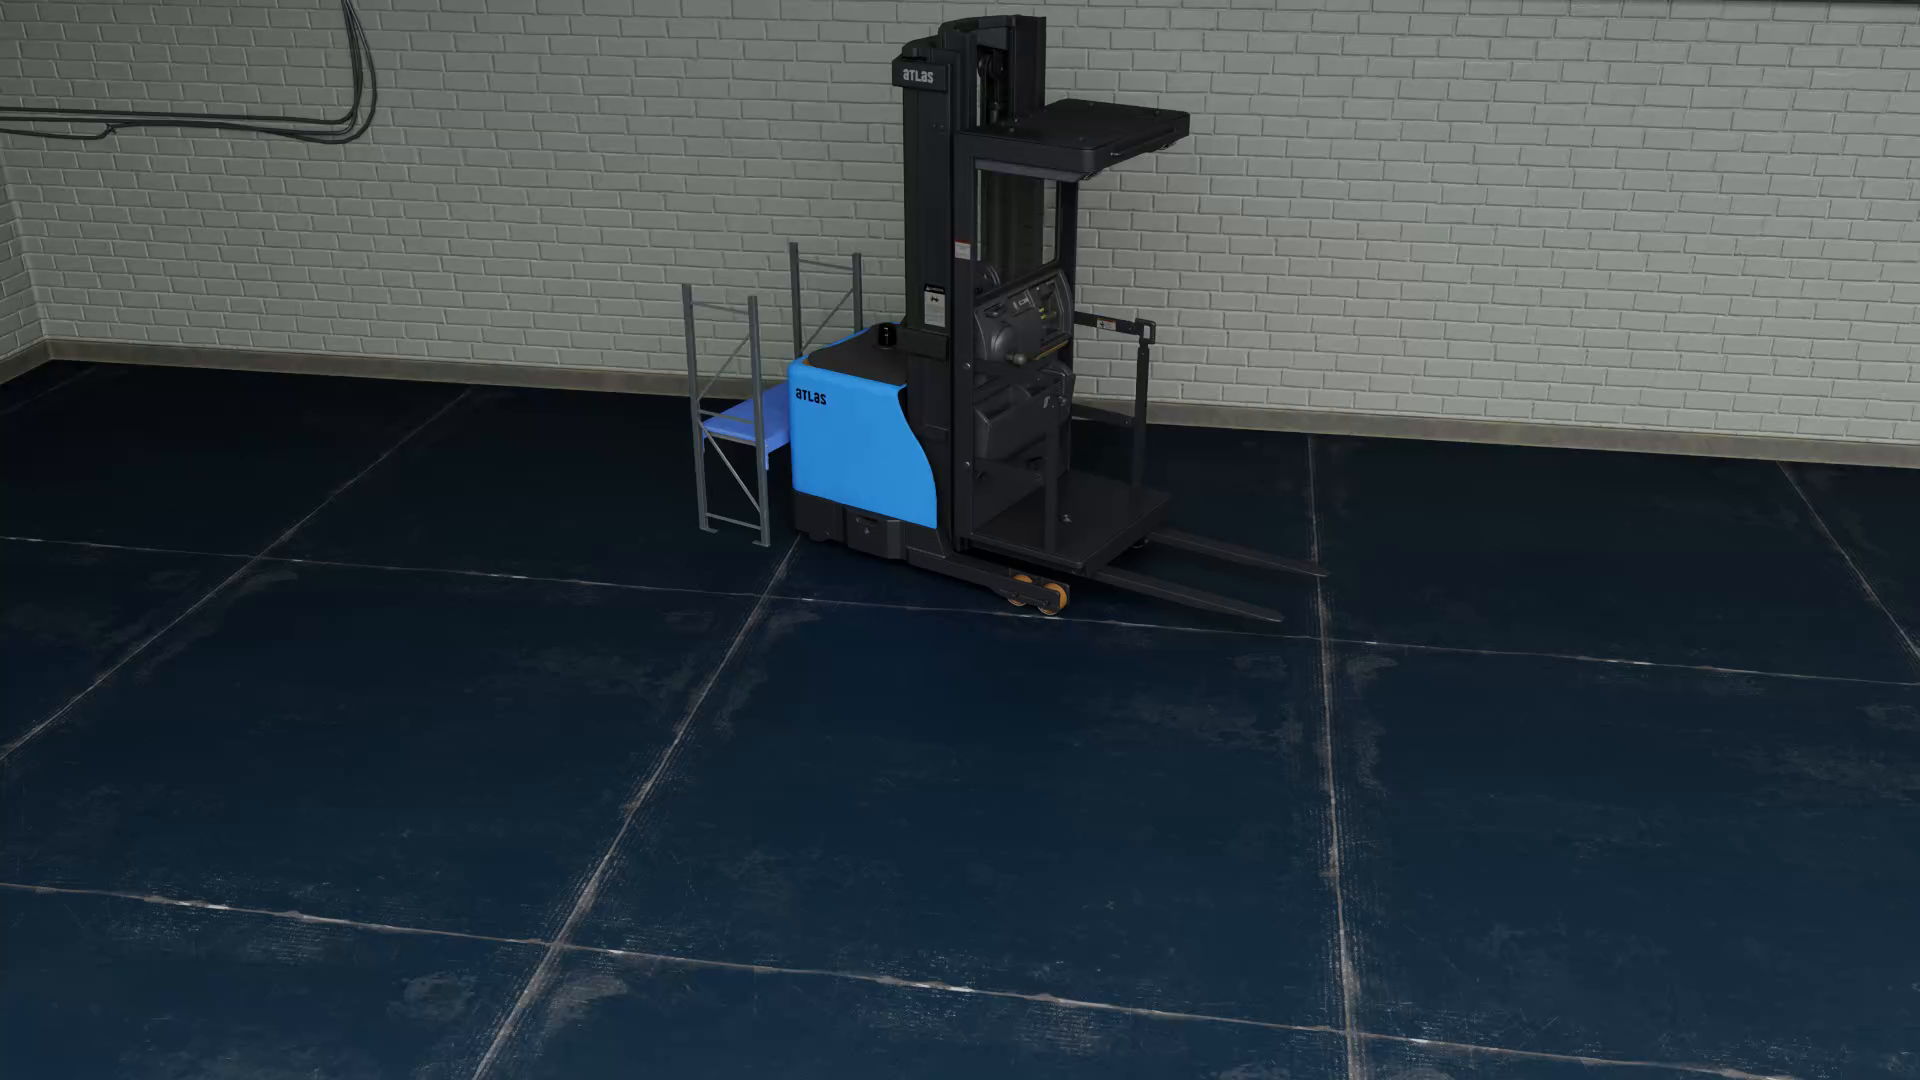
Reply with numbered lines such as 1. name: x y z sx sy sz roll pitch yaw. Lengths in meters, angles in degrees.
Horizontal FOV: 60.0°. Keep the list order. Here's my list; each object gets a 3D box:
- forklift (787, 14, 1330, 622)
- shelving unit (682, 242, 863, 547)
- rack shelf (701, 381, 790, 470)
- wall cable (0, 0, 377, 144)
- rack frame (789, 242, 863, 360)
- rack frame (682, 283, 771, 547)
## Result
1. forklift: 0.523 -1.184 8.822 3.031 2.935 1.130 15 29 29
2. shelving unit: -1.067 -0.881 9.863 0.538 1.500 1.048 14 29 27
3. rack shelf: -1.067 -0.718 9.939 0.538 0.185 1.000 14 29 27
4. wall cable: -5.519 -3.940 11.216 3.097 2.526 0.112 4 25 9
5. rack frame: -0.808 -1.067 10.260 0.500 1.500 0.032 14 29 27
6. rack frame: -1.326 -0.696 9.467 0.500 1.500 0.032 14 29 27
